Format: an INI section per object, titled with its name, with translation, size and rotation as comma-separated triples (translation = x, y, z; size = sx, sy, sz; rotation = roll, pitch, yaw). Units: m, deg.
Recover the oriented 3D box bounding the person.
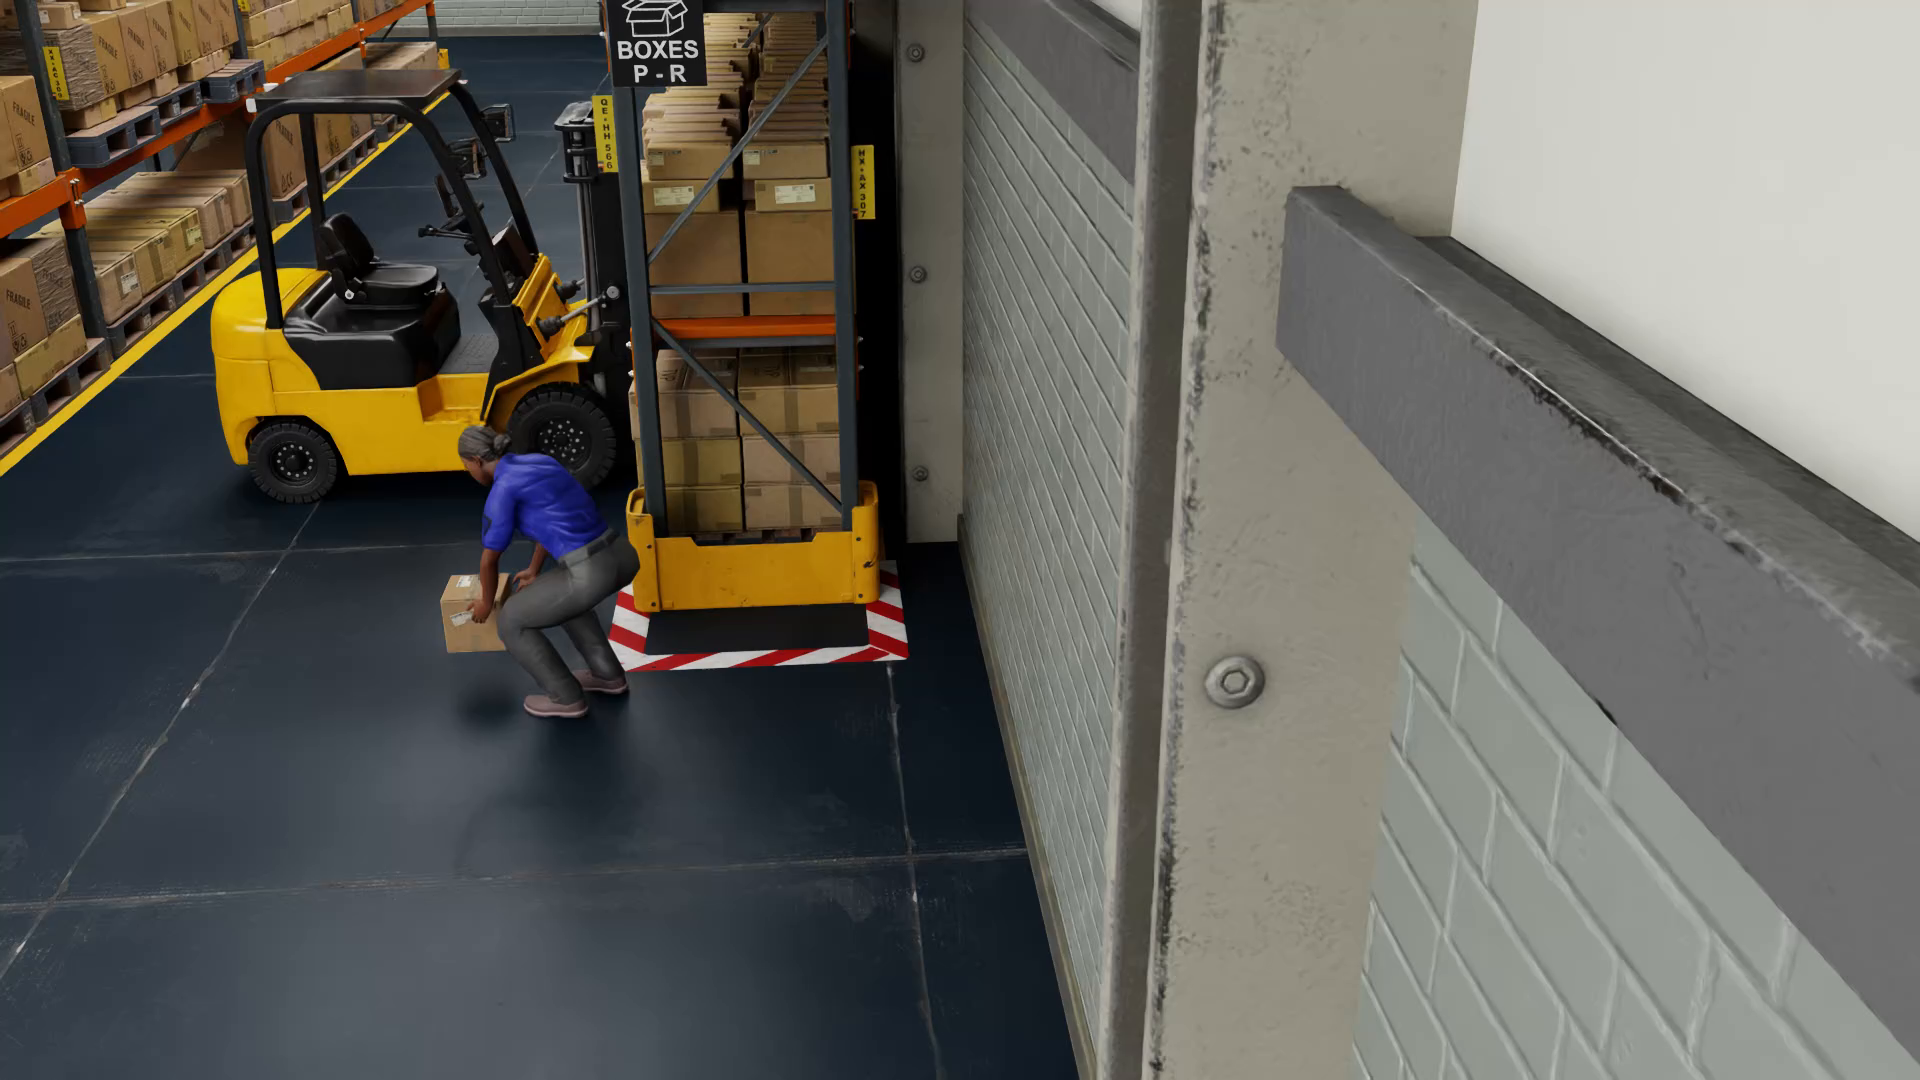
[person]
translation = -1.693, 0.136, 6.847
size = 0.706, 1.223, 0.501
rotation = 9, 25, 20
